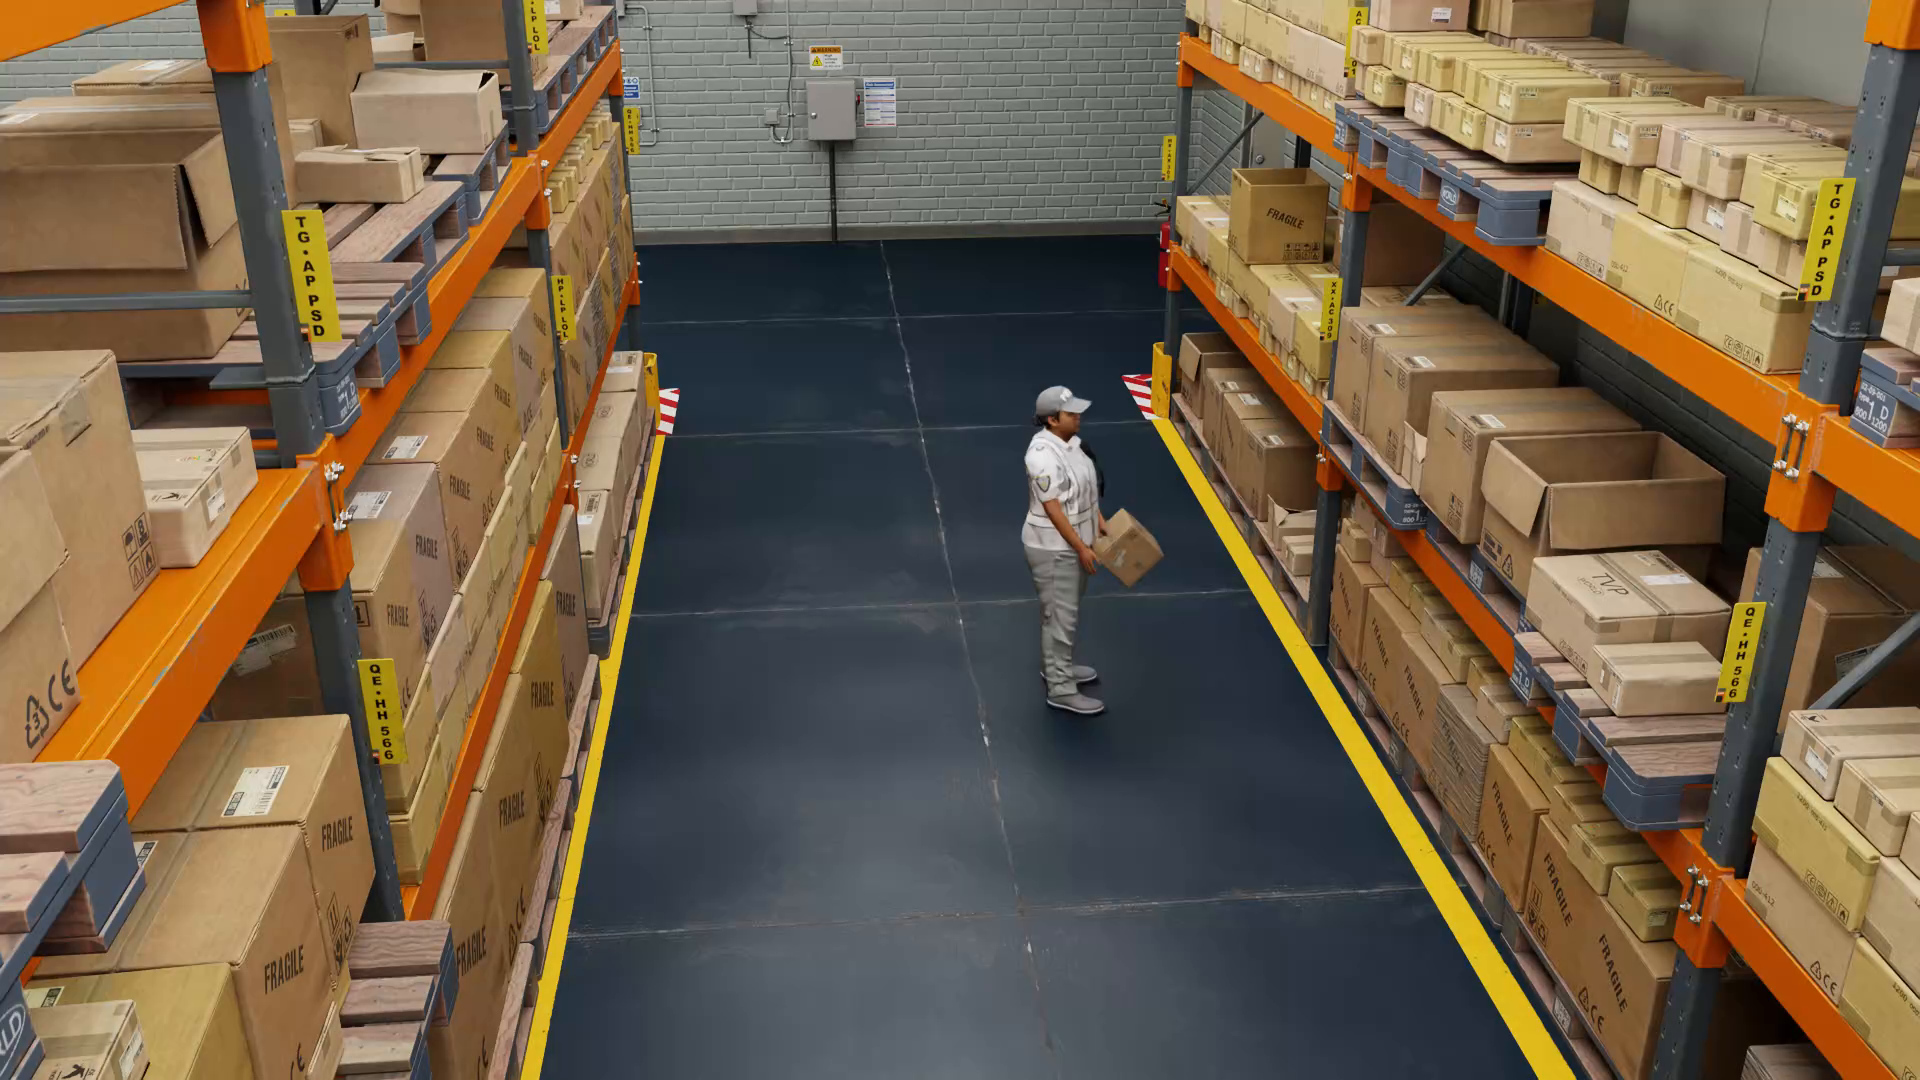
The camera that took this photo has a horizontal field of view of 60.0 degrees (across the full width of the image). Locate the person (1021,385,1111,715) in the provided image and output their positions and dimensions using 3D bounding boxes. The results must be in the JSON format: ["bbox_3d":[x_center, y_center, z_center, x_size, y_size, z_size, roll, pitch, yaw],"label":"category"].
[{"bbox_3d":[0.582,0.025,8.518,0.502,1.669,0.509,9,26,20],"label":"person"}]
